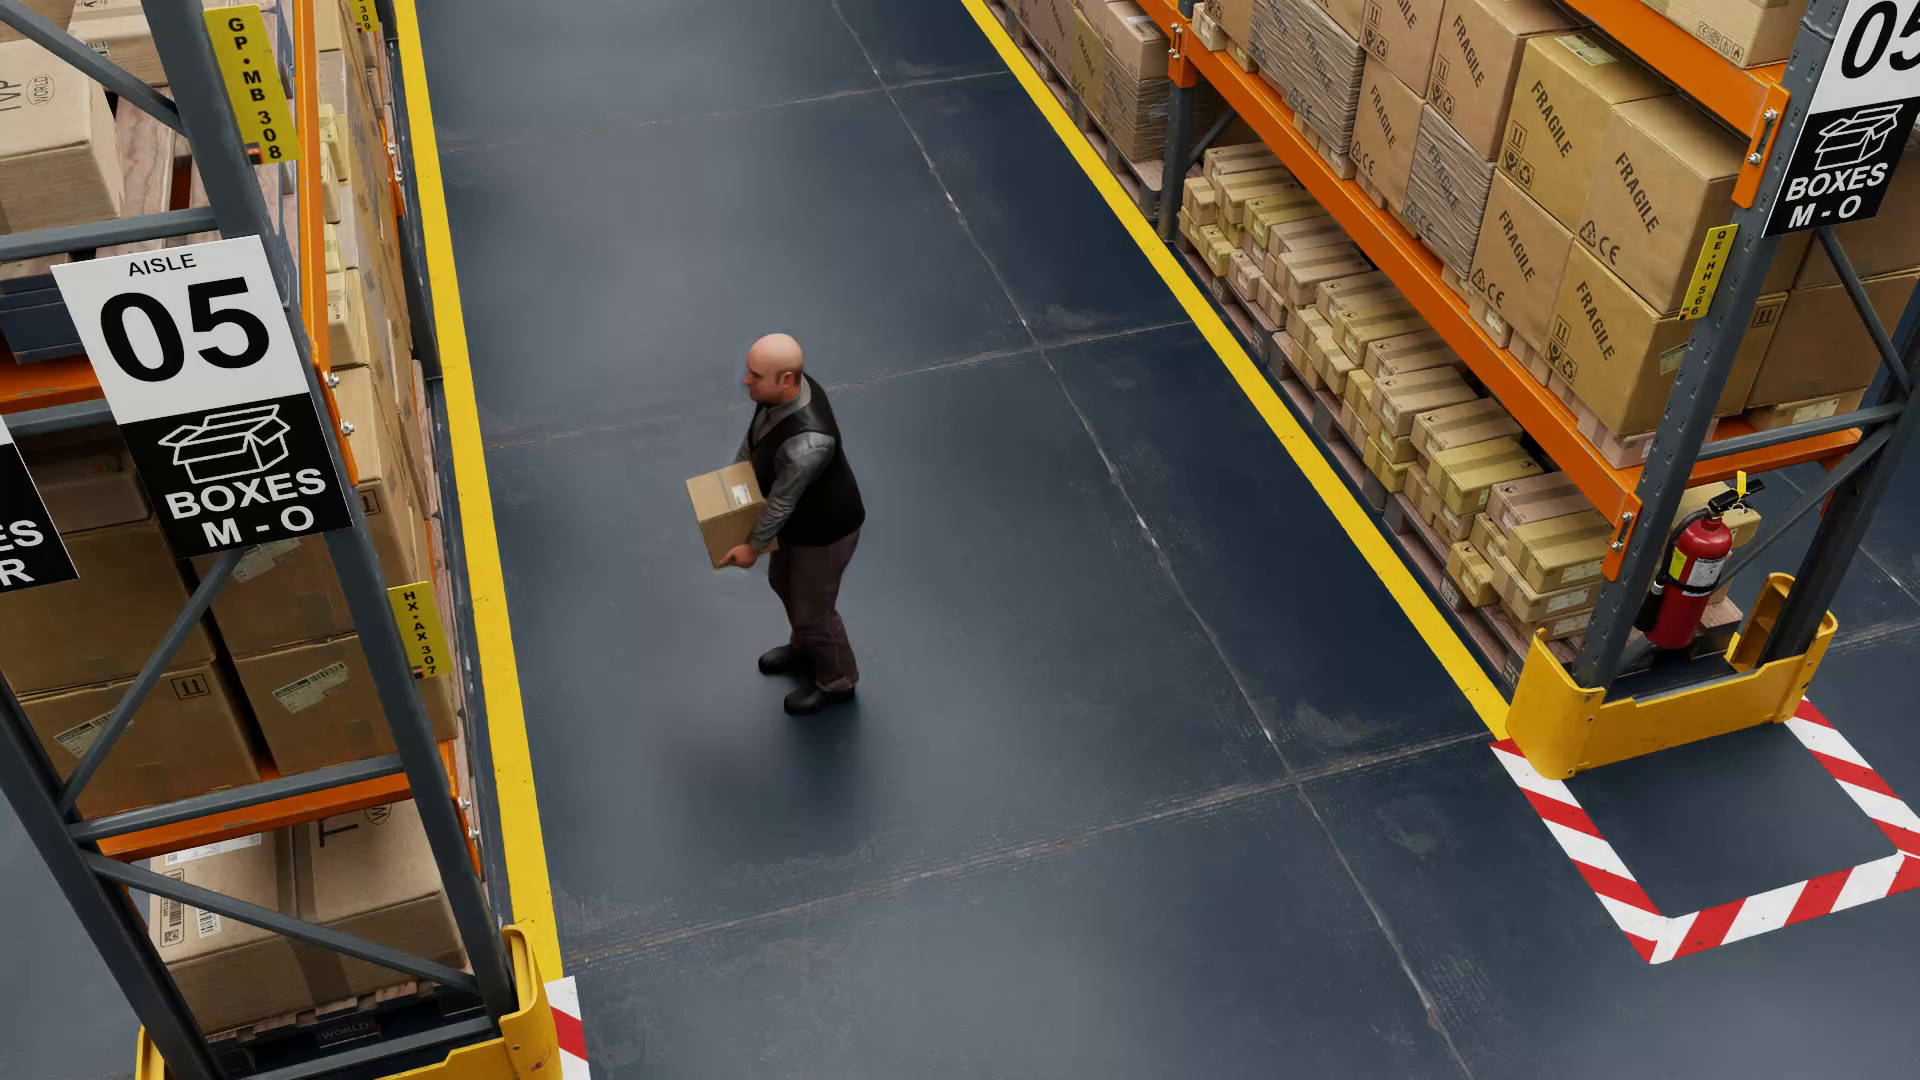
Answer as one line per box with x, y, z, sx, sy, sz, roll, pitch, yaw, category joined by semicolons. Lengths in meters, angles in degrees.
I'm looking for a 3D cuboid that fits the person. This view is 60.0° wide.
-0.648;-0.049;6.242;0.568;1.716;0.491;-13;43;-14;person
